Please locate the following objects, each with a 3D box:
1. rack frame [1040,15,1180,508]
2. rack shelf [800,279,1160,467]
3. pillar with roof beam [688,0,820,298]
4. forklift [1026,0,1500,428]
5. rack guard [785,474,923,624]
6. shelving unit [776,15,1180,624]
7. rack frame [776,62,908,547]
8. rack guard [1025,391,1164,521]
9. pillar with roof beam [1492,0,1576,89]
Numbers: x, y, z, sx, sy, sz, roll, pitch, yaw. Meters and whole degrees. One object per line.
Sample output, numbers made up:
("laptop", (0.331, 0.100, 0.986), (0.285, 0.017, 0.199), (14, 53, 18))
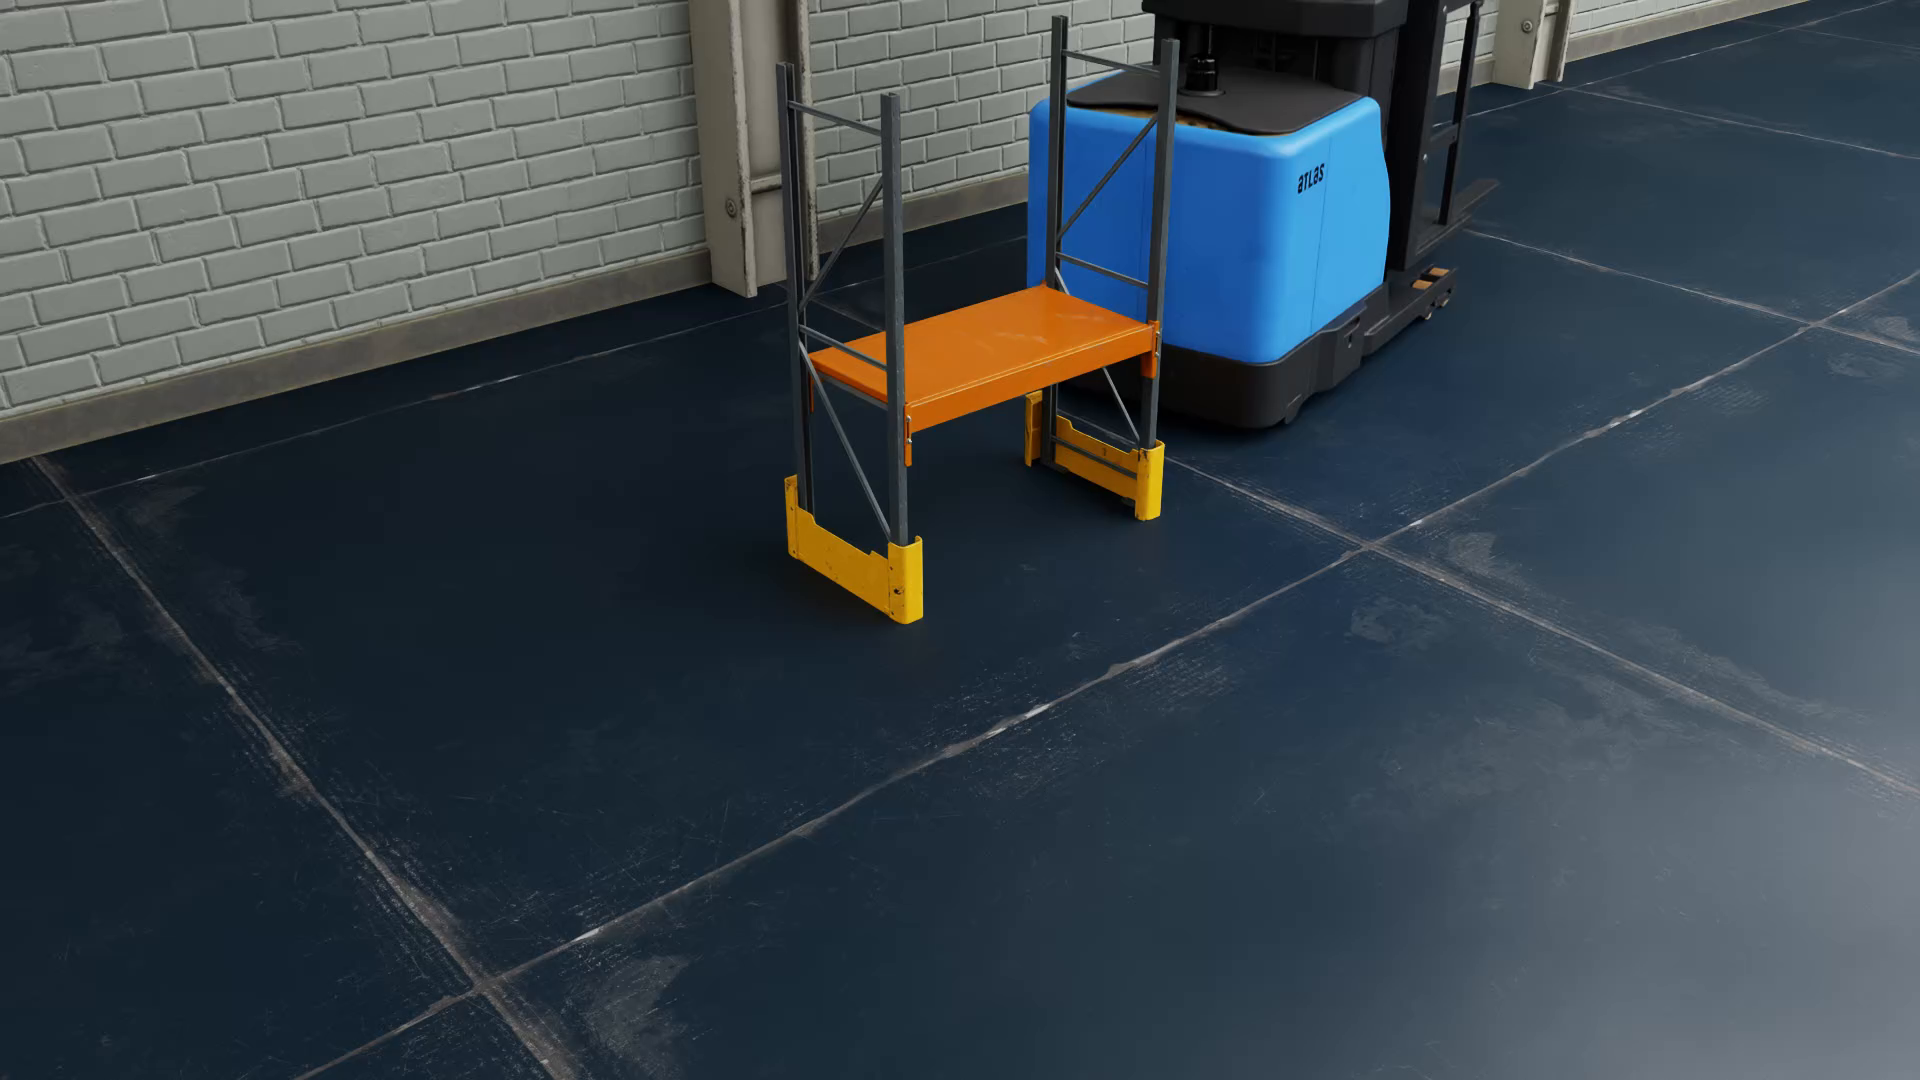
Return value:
("rack frame", (0.452, -0.843, 5.236), (0.032, 1.500, 0.500), (-22, 35, -35))
("rack shelf", (0.065, -0.529, 5.030), (1.000, 0.185, 0.538), (-22, 35, -35))
("pillar with roof beam", (1.921, -3.592, 2.423), (0.400, 9.000, 9.100), (-22, 35, -35))
("forklift", (1.475, -2.329, 6.498), (1.130, 2.935, 3.031), (18, 33, 30))
("rack guard", (-0.321, 0.019, 4.950), (0.087, 0.250, 0.587), (-22, 35, -35))
("shelving unit", (0.058, -0.685, 4.940), (1.083, 1.500, 0.587), (-22, 35, -35))
("rack frame", (-0.322, -0.532, 4.654), (0.032, 1.500, 0.500), (-22, 35, -35))
("rack guard", (0.437, -0.286, 5.520), (0.087, 0.250, 0.587), (-22, 35, -35))
("pillar with roof beam", (6.486, -5.427, 5.858), (0.400, 9.000, 9.100), (-22, 35, -35))
